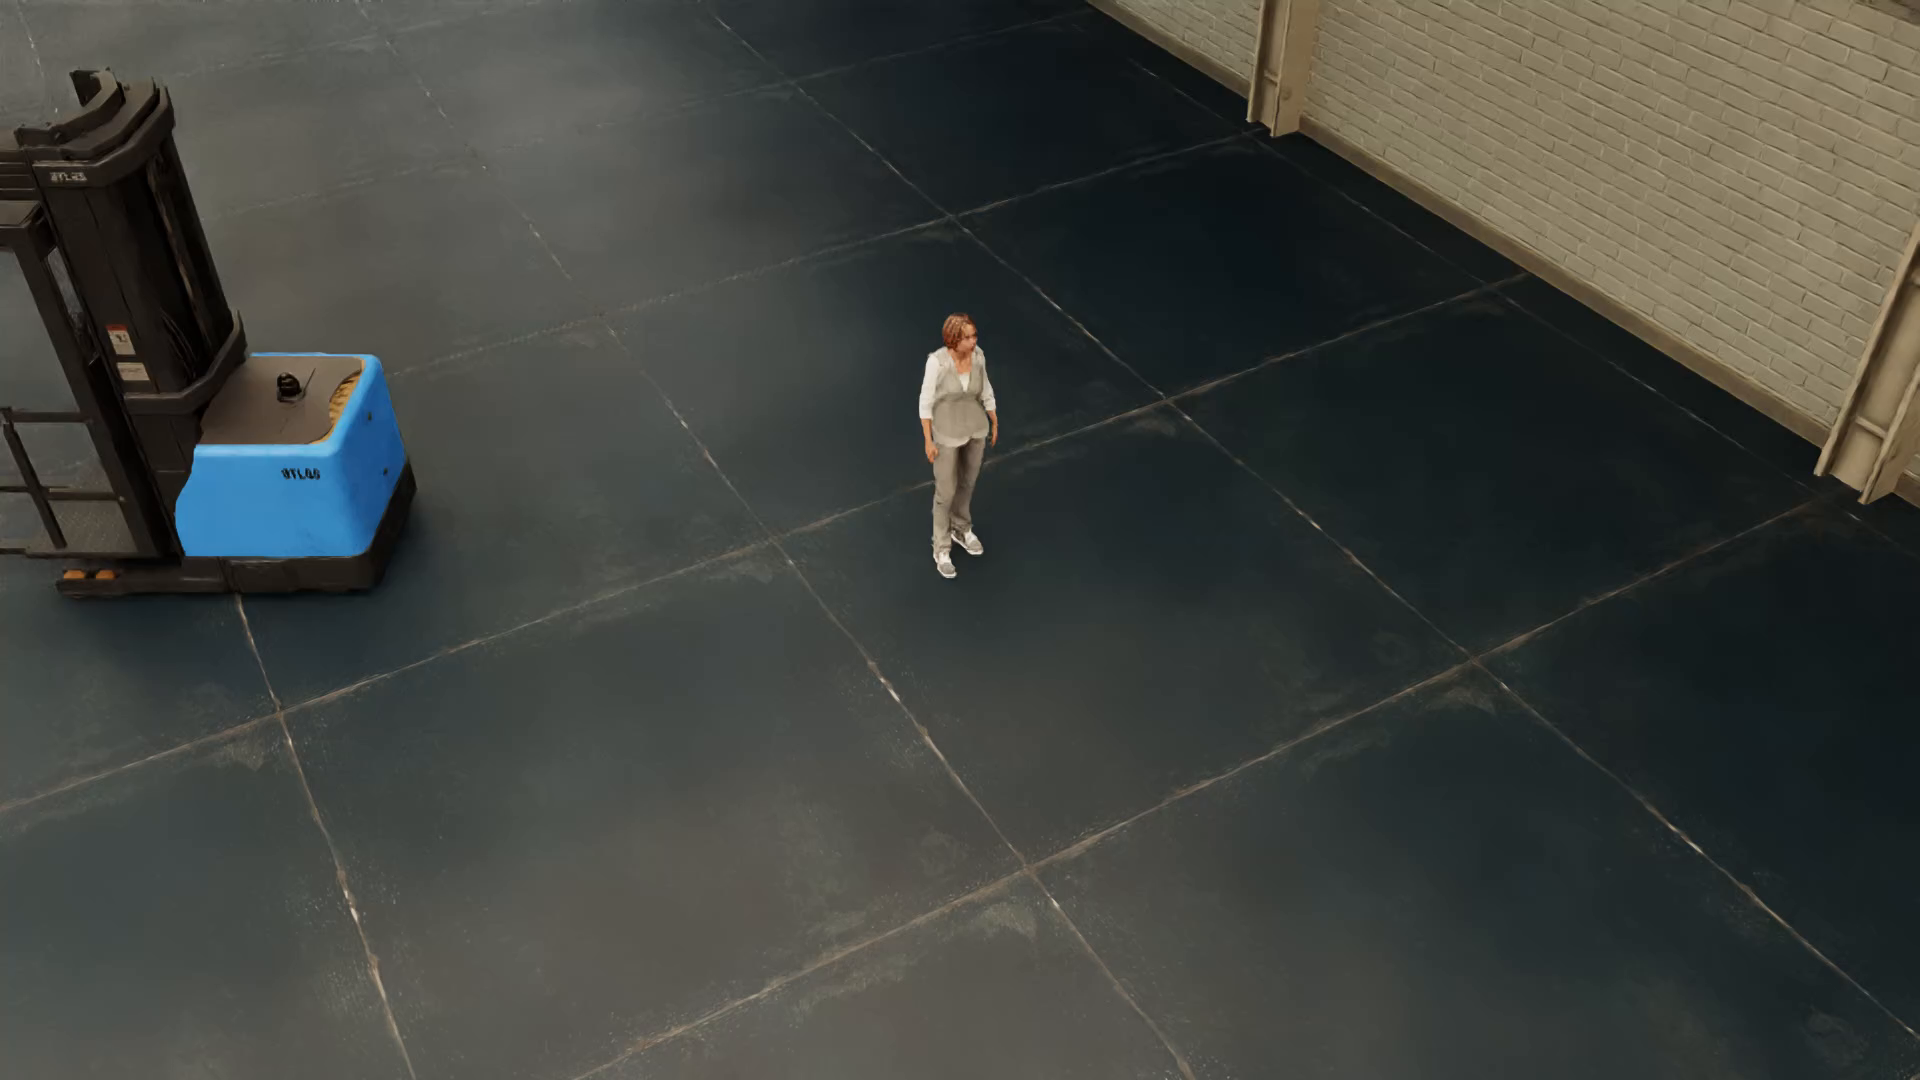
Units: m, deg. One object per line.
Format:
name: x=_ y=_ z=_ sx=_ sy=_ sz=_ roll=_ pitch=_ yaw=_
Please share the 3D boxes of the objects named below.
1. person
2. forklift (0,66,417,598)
person: x=0.025 y=-0.575 z=9.763 sx=0.521 sy=1.597 sz=0.474 roll=-20 pitch=44 yaw=-23
forklift: x=-4.983 y=-1.124 z=9.391 sx=3.031 sy=2.935 sz=1.130 roll=0 pitch=40 yaw=0
